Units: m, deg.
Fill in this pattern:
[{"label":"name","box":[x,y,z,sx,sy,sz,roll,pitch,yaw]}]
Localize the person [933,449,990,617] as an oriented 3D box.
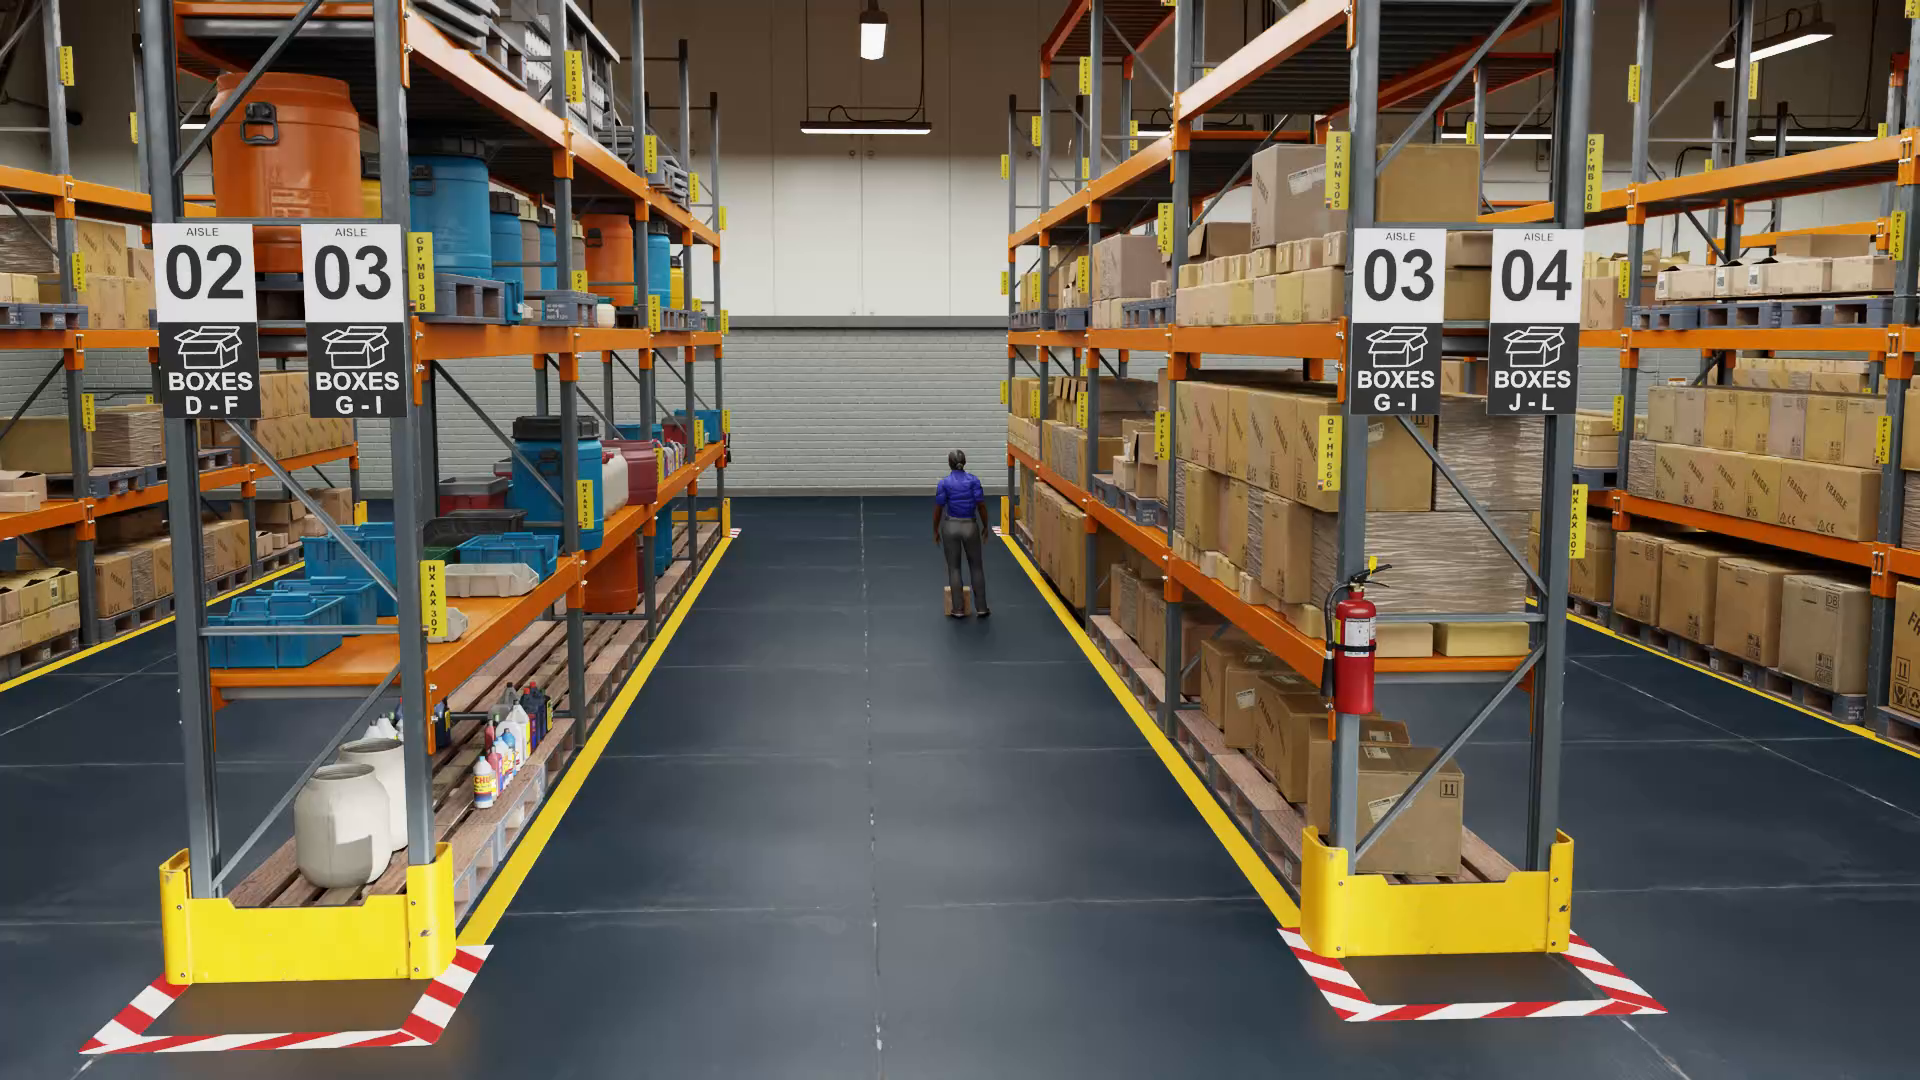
[{"label":"person","box":[0.020,-0.075,16.322,0.569,1.654,0.504,0,7,-1]}]
